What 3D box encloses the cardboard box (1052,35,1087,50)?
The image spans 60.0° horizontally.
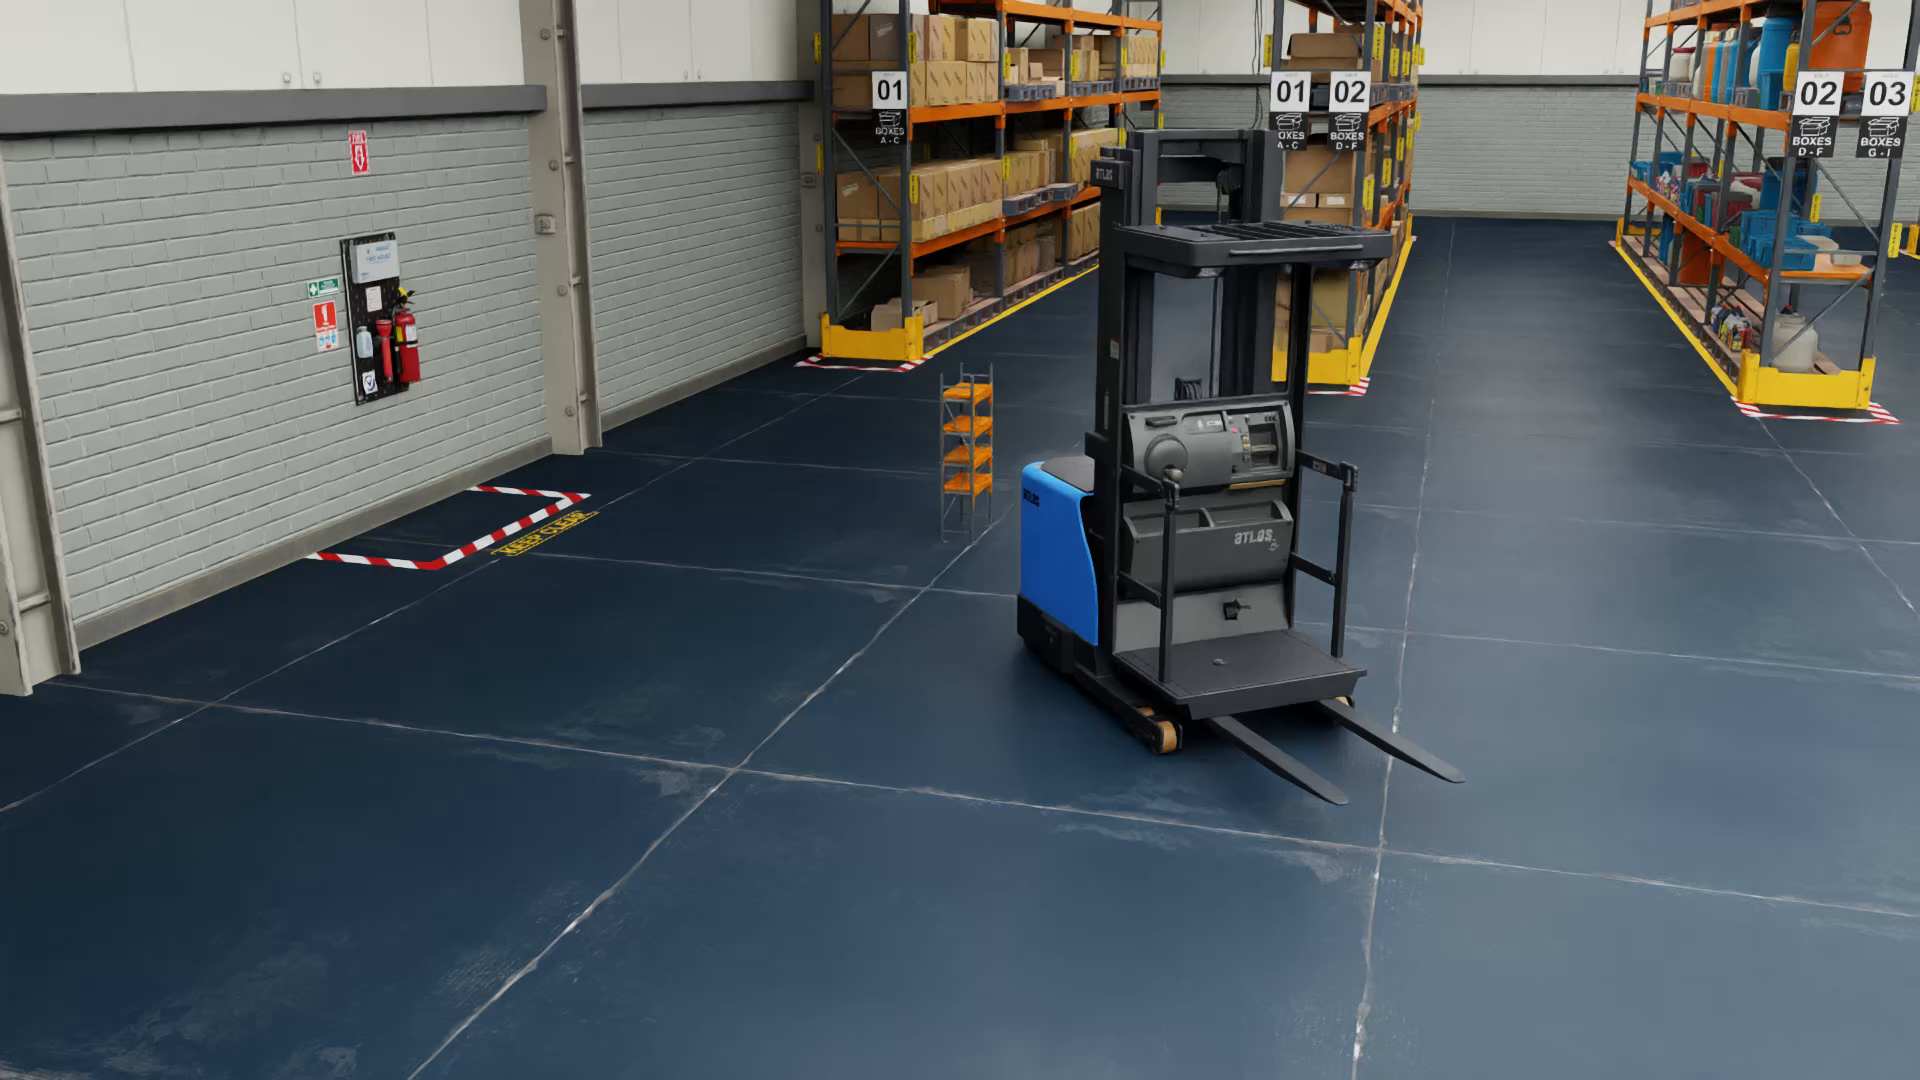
[{"bbox_3d":[1.848,-8.398,28.079,0.500,0.250,0.500,4,16,14],"label":"cardboard box"}]

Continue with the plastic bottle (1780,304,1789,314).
[{"bbox_3d":[9.685,-2.585,19.494,0.144,0.351,0.185,4,16,14],"label":"plastic bottle"}]

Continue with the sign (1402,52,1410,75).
[{"bbox_3d":[6.510,-6.955,24.263,0.100,0.325,0.005,5,16,16],"label":"sign"}]

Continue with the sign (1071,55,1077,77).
[{"bbox_3d":[1.749,-7.302,25.634,0.100,0.325,0.005,5,16,16],"label":"sign"}]

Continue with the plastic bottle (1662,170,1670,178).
[{"bbox_3d":[11.443,-5.830,26.978,0.144,0.351,0.185,5,16,16],"label":"plastic bottle"}]

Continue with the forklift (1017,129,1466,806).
[{"bbox_3d":[1.351,-0.491,8.188,1.130,2.935,3.031,-6,17,-21],"label":"forklift"}]

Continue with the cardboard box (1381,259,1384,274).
[{"bbox_3d":[5.635,-3.864,23.196,0.500,0.311,0.500,5,17,17],"label":"cardboard box"}]

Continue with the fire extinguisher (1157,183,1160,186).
[{"bbox_3d":[3.988,-7.533,33.717,0.296,0.674,0.183,5,16,16],"label":"fire extinguisher"}]

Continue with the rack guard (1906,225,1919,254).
[{"bbox_3d":[17.757,-5.398,29.943,1.175,0.500,0.348,5,16,16],"label":"rack guard"}]

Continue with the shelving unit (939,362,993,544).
[{"bbox_3d":[0.047,-0.621,11.818,0.258,1.200,0.503,5,16,16],"label":"shelving unit"}]

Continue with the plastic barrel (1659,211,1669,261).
[{"bbox_3d":[11.694,-4.983,26.977,0.600,0.901,0.708,5,16,16],"label":"plastic barrel"}]

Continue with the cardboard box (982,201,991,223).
[{"bbox_3d":[0.099,-4.267,21.615,0.500,0.250,0.500,5,17,16],"label":"cardboard box"}]

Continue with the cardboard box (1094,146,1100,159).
[{"bbox_3d":[2.053,-6.364,28.005,0.500,0.500,0.500,5,17,17],"label":"cardboard box"}]

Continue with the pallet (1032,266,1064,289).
[{"bbox_3d":[1.006,-4.107,25.924,1.003,0.211,1.213,5,16,16],"label":"pallet"}]

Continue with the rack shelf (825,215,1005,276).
[{"bbox_3d":[-0.476,-3.737,20.828,1.077,0.370,4.000,5,16,16],"label":"rack shelf"}]

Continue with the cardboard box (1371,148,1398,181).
[{"bbox_3d":[6.494,-5.918,26.245,0.700,0.500,0.500,8,18,26],"label":"cardboard box"}]

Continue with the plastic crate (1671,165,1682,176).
[{"bbox_3d":[12.475,-6.289,28.611,0.437,0.282,0.530,5,16,16],"label":"plastic crate"}]

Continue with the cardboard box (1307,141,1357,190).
[{"bbox_3d":[4.011,-4.122,18.306,0.700,0.500,0.500,4,16,14],"label":"cardboard box"}]

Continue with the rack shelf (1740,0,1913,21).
[{"bbox_3d":[9.023,-5.663,17.355,1.077,0.370,4.000,5,16,16],"label":"rack shelf"}]

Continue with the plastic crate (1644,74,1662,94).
[{"bbox_3d":[12.304,-8.013,29.199,0.504,0.338,0.767,5,16,16],"label":"plastic crate"}]

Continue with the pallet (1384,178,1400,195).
[{"bbox_3d":[6.528,-5.687,26.734,1.003,0.211,1.213,5,16,16],"label":"pallet"}]

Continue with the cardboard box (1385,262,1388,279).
[{"bbox_3d":[6.064,-3.993,24.679,0.500,0.250,0.500,5,17,17],"label":"cardboard box"}]

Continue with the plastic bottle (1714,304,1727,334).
[{"bbox_3d":[8.964,-2.597,19.536,0.144,0.351,0.185,5,17,17],"label":"plastic bottle"}]

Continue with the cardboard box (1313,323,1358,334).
[{"bbox_3d":[4.211,-2.311,18.748,0.500,0.250,0.500,5,16,16],"label":"cardboard box"}]

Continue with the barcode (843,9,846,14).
[{"bbox_3d":[-1.322,-6.046,19.035,0.001,0.075,0.075,5,16,16],"label":"barcode"}]

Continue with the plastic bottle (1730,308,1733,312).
[{"bbox_3d":[9.117,-2.599,19.668,0.061,0.283,0.133,5,16,16],"label":"plastic bottle"}]

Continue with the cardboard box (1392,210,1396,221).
[{"bbox_3d":[7.646,-5.819,30.617,0.797,0.503,0.637,5,16,16],"label":"cardboard box"}]

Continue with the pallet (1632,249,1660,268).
[{"bbox_3d":[12.037,-4.785,28.314,1.003,0.211,1.213,5,16,16],"label":"pallet"}]

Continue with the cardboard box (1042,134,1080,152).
[{"bbox_3d":[1.614,-6.321,26.479,0.500,0.250,0.500,5,17,17],"label":"cardboard box"}]

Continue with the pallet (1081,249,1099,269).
[{"bbox_3d":[1.874,-4.830,28.472,1.003,0.211,1.213,5,16,16],"label":"pallet"}]

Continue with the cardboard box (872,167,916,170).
[{"bbox_3d":[-0.818,-4.265,20.233,0.500,0.500,0.500,4,16,14],"label":"cardboard box"}]

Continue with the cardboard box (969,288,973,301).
[{"bbox_3d":[-0.030,-3.313,22.399,0.380,0.166,0.250,2,16,9],"label":"cardboard box"}]

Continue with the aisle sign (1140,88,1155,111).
[{"bbox_3d":[3.811,-8.993,33.272,0.394,0.787,0.004,5,16,16],"label":"aisle sign"}]

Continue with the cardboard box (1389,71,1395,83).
[{"bbox_3d":[6.072,-6.878,24.901,0.910,0.500,0.500,5,16,16],"label":"cardboard box"}]

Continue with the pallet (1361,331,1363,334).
[{"bbox_3d":[4.232,-2.357,19.753,1.003,0.211,1.213,5,16,16],"label":"pallet"}]

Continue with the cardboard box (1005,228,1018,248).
[{"bbox_3d":[0.552,-4.422,24.324,0.500,0.250,0.500,4,16,14],"label":"cardboard box"}]

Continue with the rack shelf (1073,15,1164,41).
[{"bbox_3d":[2.935,-9.571,31.132,1.077,0.370,4.000,5,16,16],"label":"rack shelf"}]

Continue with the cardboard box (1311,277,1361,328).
[{"bbox_3d":[4.213,-2.671,18.645,0.500,0.500,0.500,5,16,16],"label":"cardboard box"}]

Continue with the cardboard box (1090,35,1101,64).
[{"bbox_3d":[2.341,-8.882,30.099,0.500,0.500,0.500,4,16,15],"label":"cardboard box"}]

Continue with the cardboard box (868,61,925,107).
[{"bbox_3d":[-0.709,-5.129,18.699,0.500,0.500,0.500,5,17,17],"label":"cardboard box"}]

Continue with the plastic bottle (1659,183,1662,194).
[{"bbox_3d":[11.177,-5.595,26.422,0.097,0.201,0.097,0,16,0],"label":"plastic bottle"}]

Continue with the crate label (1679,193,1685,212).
[{"bbox_3d":[10.249,-4.723,23.292,0.303,0.233,0.416,5,16,16],"label":"crate label"}]

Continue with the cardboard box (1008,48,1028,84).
[{"bbox_3d":[0.675,-6.760,23.714,0.500,0.500,0.500,4,16,14],"label":"cardboard box"}]

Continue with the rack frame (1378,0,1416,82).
[{"bbox_3d":[7.117,-9.203,27.784,1.000,3.000,0.127,5,16,16],"label":"rack frame"}]

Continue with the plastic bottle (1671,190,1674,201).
[{"bbox_3d":[10.716,-5.170,24.925,0.097,0.201,0.097,0,16,0],"label":"plastic bottle"}]

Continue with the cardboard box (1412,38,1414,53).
[{"bbox_3d":[7.633,-8.670,29.387,0.700,0.500,0.500,5,16,16],"label":"cardboard box"}]

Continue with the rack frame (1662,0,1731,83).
[{"bbox_3d":[11.865,-8.818,26.426,1.000,3.000,0.127,5,16,16],"label":"rack frame"}]

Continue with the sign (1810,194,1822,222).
[{"bbox_3d":[10.116,-3.926,19.667,0.100,0.325,0.005,5,16,16],"label":"sign"}]

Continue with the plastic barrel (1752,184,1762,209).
[{"bbox_3d":[10.074,-4.137,20.670,0.433,0.535,0.433,0,16,0],"label":"plastic barrel"}]

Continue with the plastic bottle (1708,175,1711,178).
[{"bbox_3d":[12.063,-5.744,26.810,0.152,0.276,0.135,5,16,16],"label":"plastic bottle"}]

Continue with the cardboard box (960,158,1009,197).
[{"bbox_3d":[0.270,-4.997,22.961,0.700,0.500,0.500,5,16,16],"label":"cardboard box"}]

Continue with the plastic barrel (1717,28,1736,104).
[{"bbox_3d":[9.714,-5.844,20.520,0.600,0.901,0.600,0,16,0],"label":"plastic barrel"}]

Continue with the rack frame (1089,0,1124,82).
[{"bbox_3d":[2.366,-9.586,29.135,1.000,3.000,0.127,5,16,16],"label":"rack frame"}]

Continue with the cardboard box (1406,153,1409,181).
[{"bbox_3d":[7.665,-6.611,29.457,0.500,0.500,0.500,5,17,17],"label":"cardboard box"}]

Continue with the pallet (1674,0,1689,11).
[{"bbox_3d":[11.659,-8.316,25.735,1.003,0.211,1.213,5,16,16],"label":"pallet"}]
